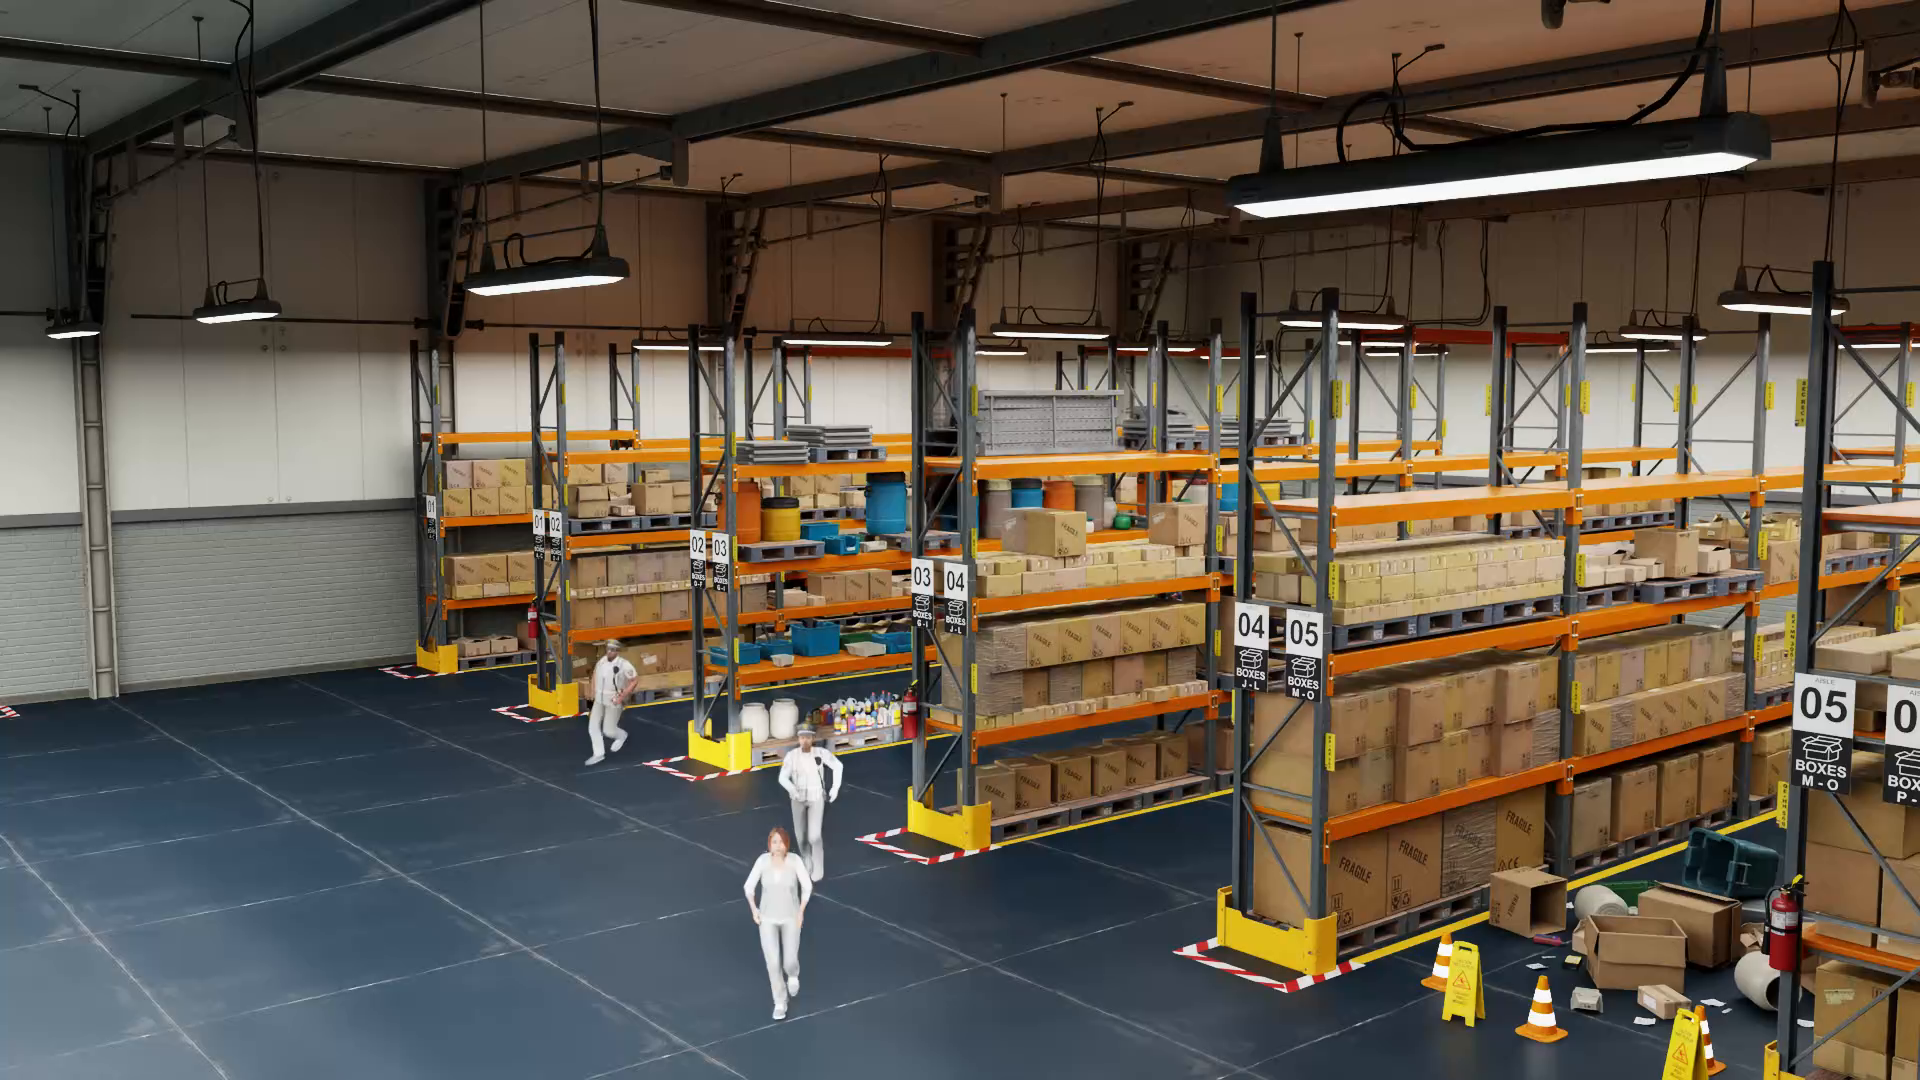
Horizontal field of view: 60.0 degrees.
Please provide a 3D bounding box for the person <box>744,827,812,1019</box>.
[{"bbox_3d":[-1.500,3.122,13.718,0.559,1.567,0.544,0,5,-1],"label":"person"}]

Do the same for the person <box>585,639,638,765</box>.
[{"bbox_3d":[-4.776,2.201,22.915,0.731,1.734,0.701,2,6,22],"label":"person"}]

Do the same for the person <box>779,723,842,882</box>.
[{"bbox_3d":[-1.565,2.736,17.317,0.638,1.698,0.650,0,5,3],"label":"person"}]
